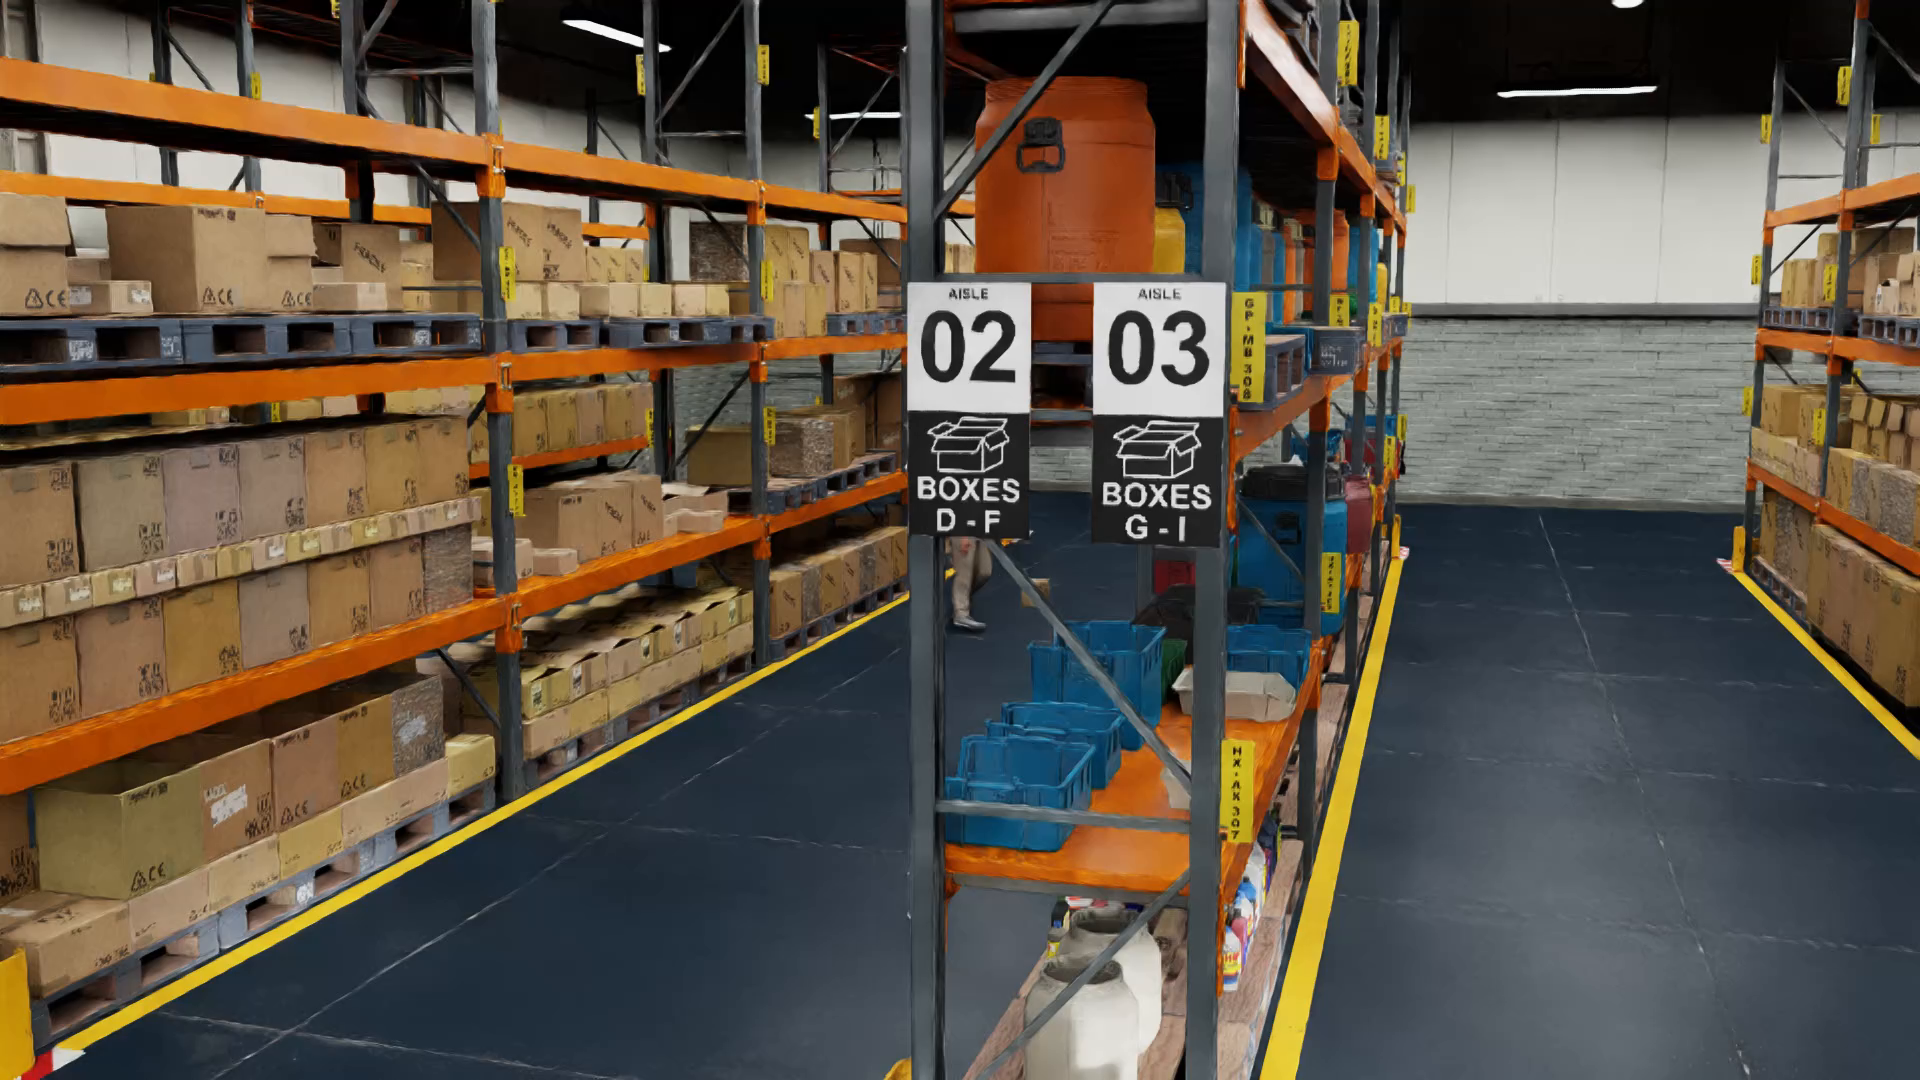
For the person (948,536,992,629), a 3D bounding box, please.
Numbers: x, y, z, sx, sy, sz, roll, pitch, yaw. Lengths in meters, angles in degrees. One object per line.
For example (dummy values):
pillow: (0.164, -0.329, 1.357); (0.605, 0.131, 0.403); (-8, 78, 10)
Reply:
person: (0.085, -0.026, 16.175); (0.525, 1.694, 0.675); (3, 9, 19)
